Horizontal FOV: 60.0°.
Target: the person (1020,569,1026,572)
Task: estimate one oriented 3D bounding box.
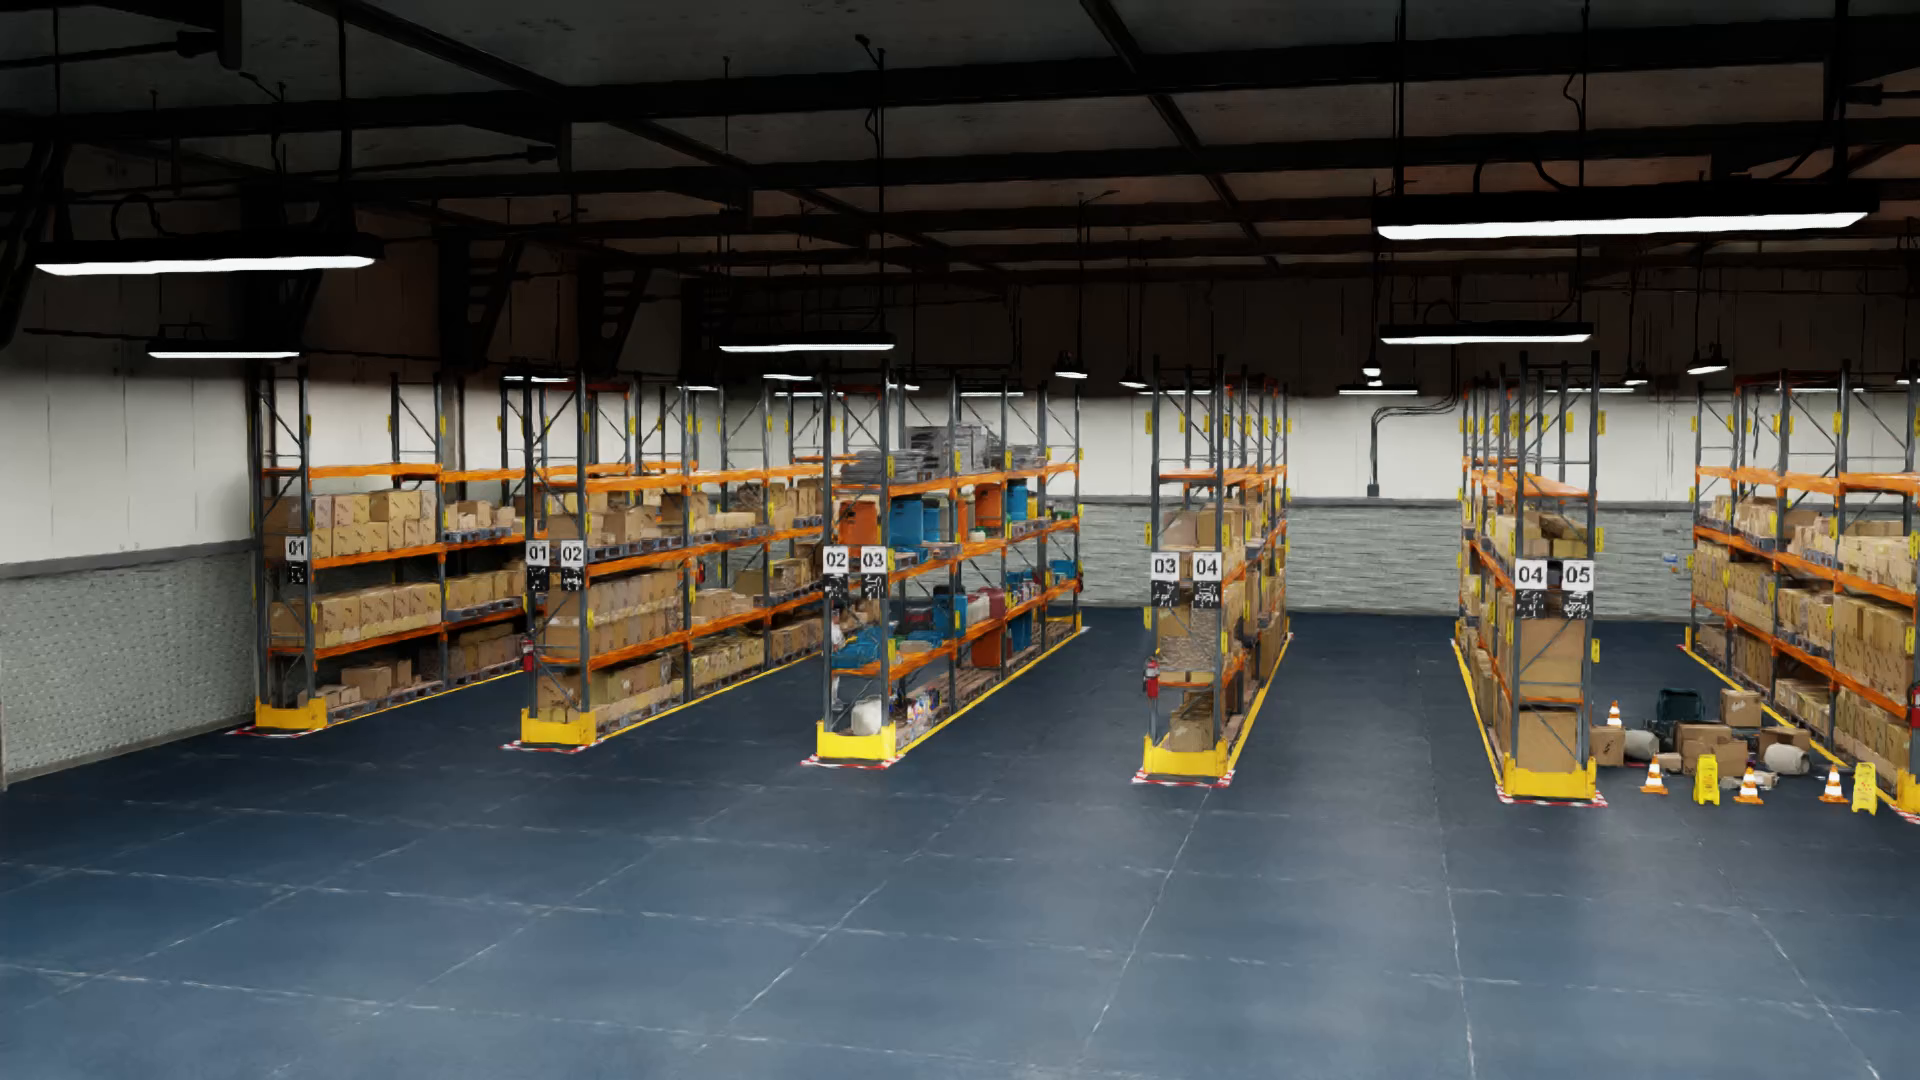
[{"bbox_3d":[1.472,1.492,39.410,0.457,1.591,0.529,1,4,12],"label":"person"}]

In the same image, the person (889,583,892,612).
[{"bbox_3d":[-2.103,1.115,44.632,0.530,1.625,0.934,-1,4,-8],"label":"person"}]

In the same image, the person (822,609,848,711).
[{"bbox_3d":[-2.186,2.095,29.290,0.476,1.755,0.593,-1,4,-17],"label":"person"}]
